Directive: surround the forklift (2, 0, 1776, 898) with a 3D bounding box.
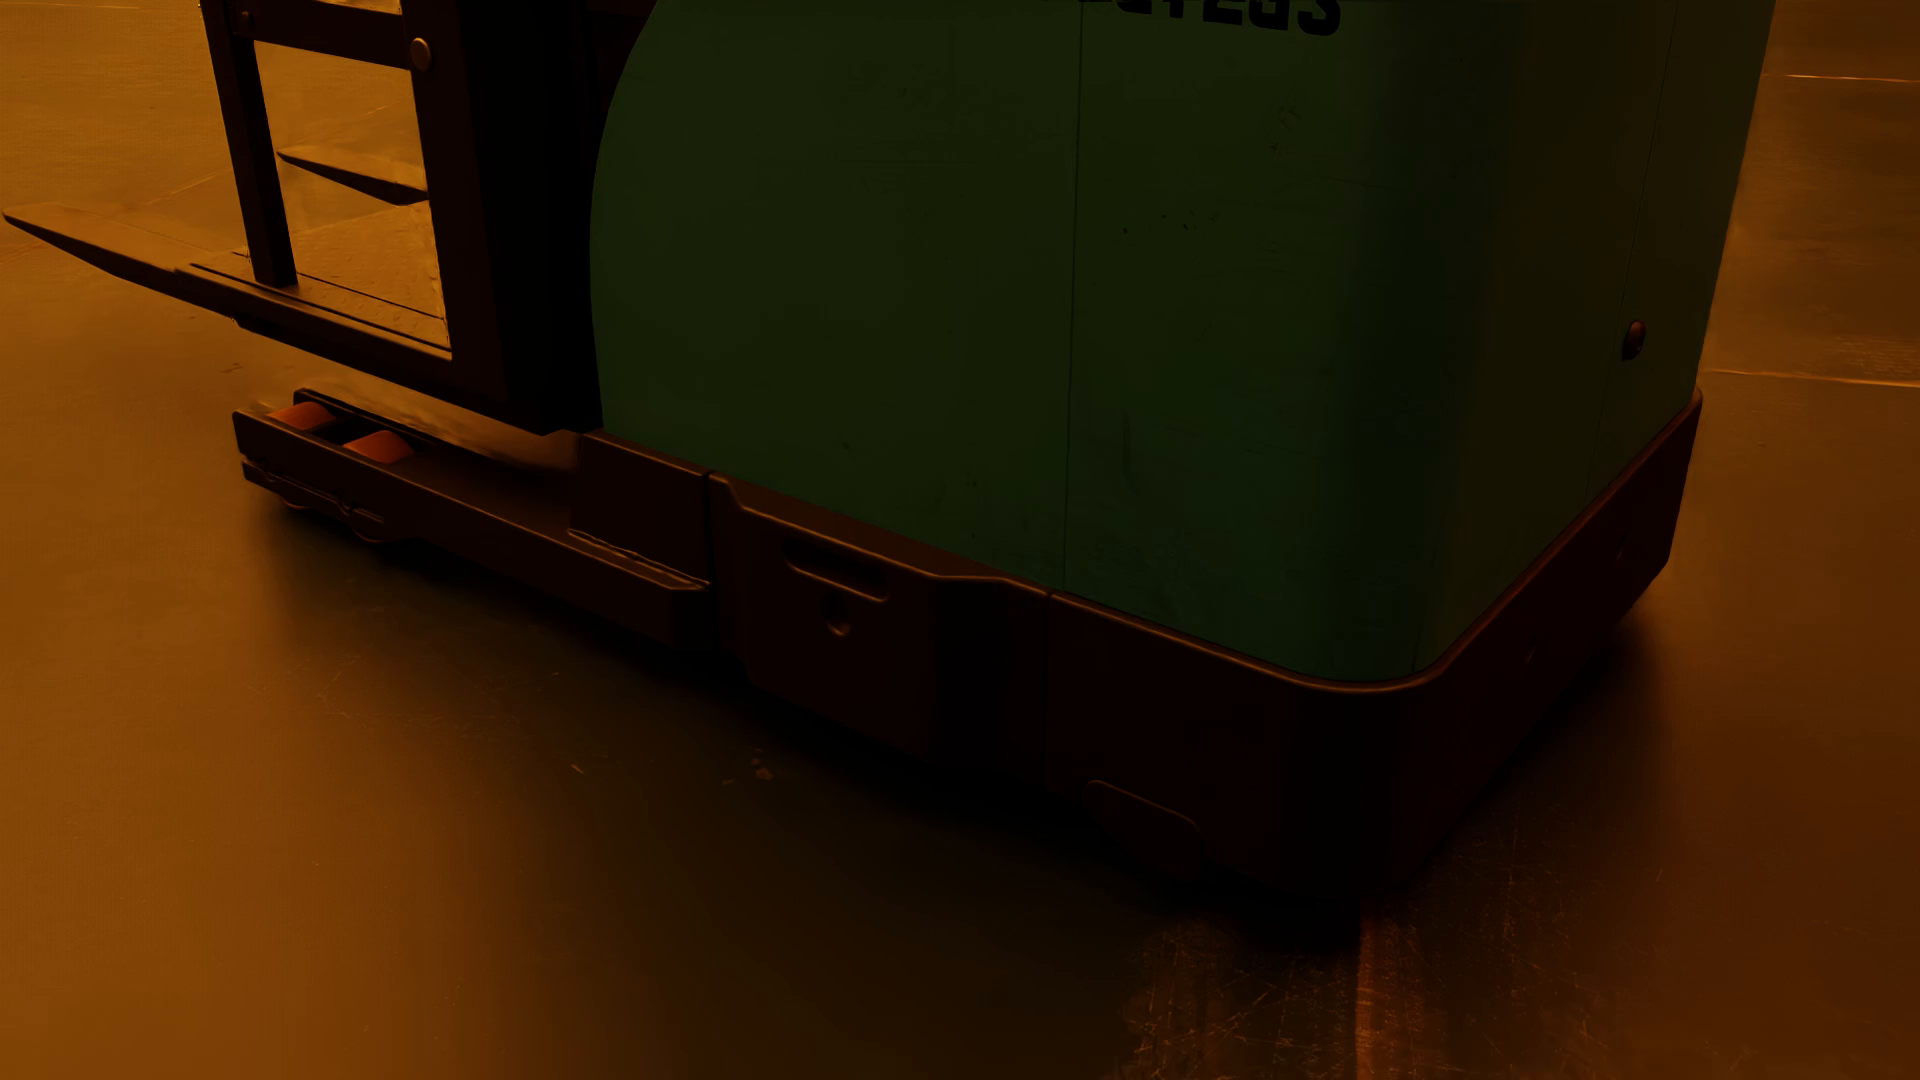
[{"bbox_3d":[-0.497,-1.472,2.163,3.031,2.935,1.130,19,32,33],"label":"forklift"}]
